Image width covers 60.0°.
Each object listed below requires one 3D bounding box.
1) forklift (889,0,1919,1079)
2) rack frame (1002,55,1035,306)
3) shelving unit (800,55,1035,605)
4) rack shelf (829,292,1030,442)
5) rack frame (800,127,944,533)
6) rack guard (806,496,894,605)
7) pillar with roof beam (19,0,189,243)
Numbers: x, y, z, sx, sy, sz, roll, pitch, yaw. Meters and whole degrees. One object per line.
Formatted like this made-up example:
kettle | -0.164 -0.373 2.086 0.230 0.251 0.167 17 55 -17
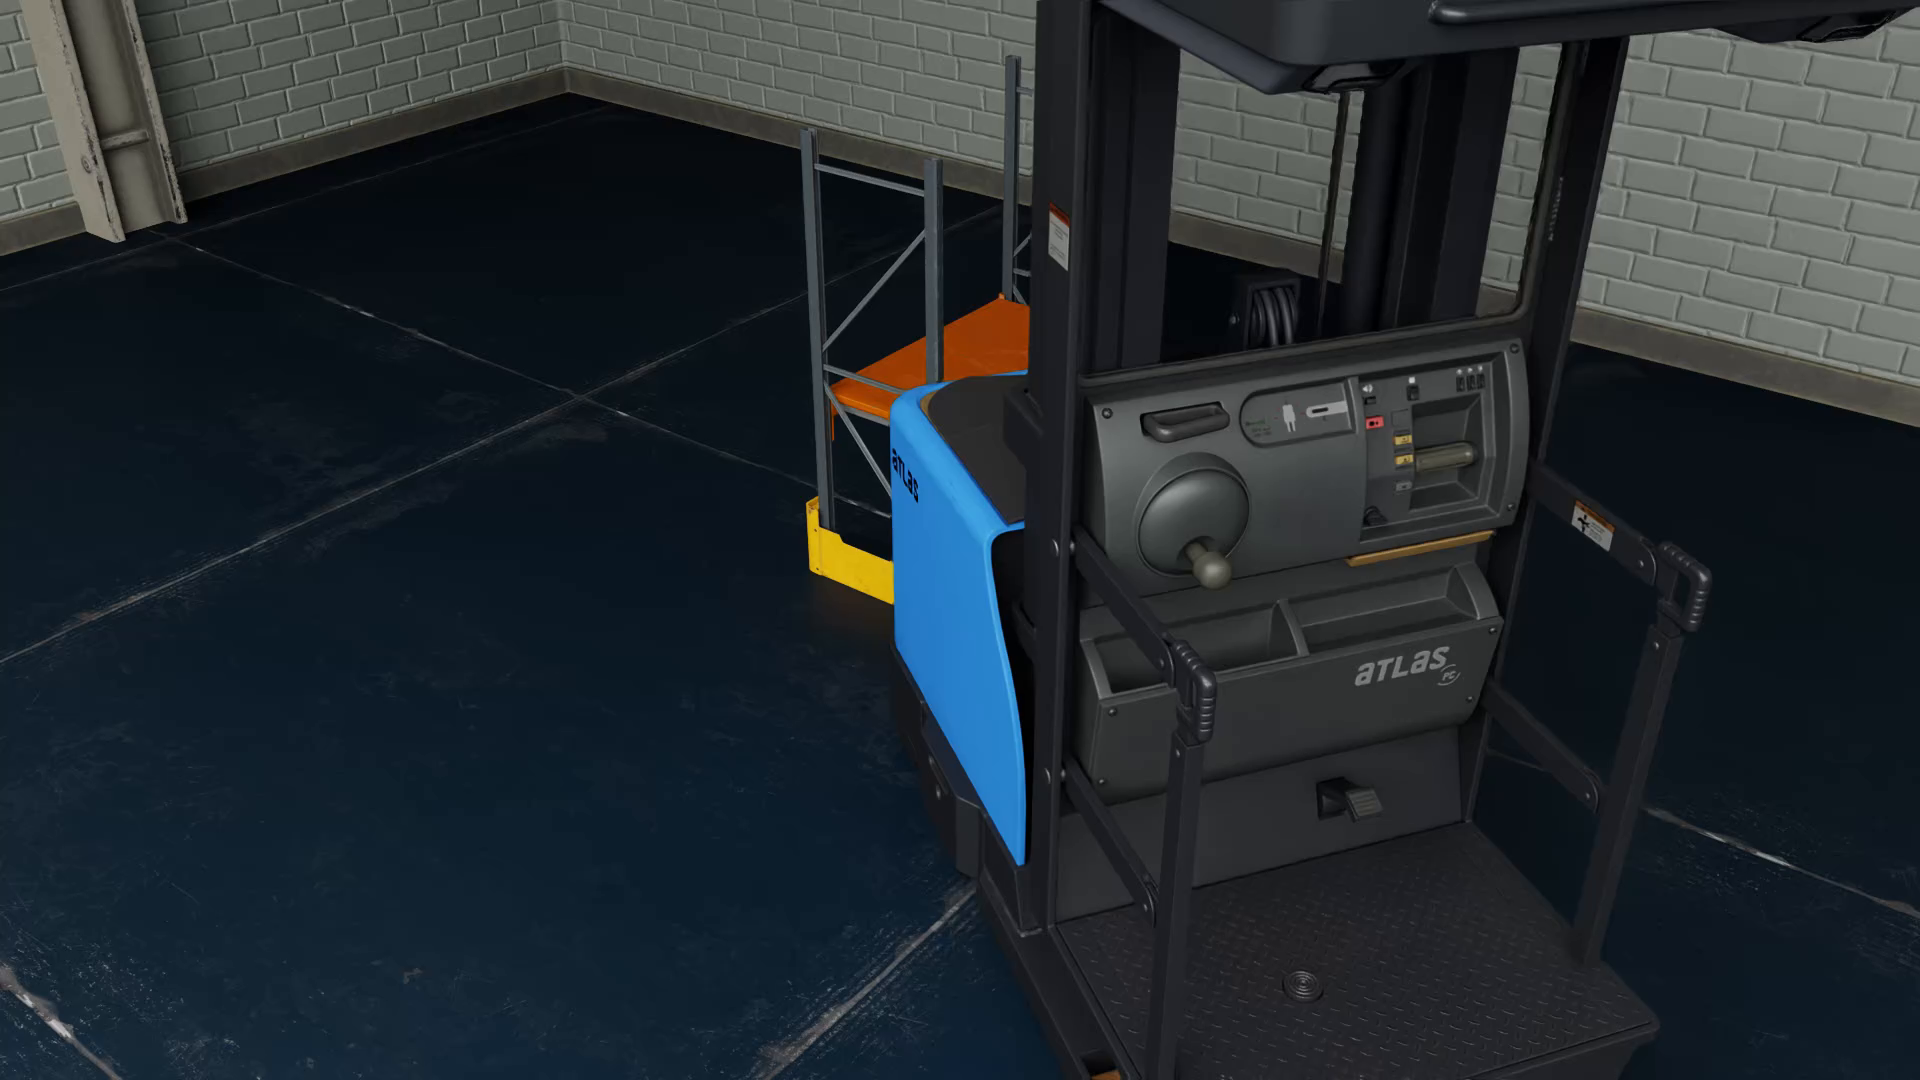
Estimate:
forklift | 0.767 -0.103 3.049 1.130 2.935 3.031 -10 32 -16
rack frame | 0.358 -0.887 5.775 0.500 1.500 0.032 21 37 31
shelving unit | 0.046 -0.676 5.420 0.587 1.500 1.083 21 37 31
rack shelf | 0.052 -0.525 5.518 0.538 0.185 1.000 21 37 31
rack frame | -0.255 -0.473 5.077 0.500 1.500 0.032 21 37 31
rack guard | -0.255 0.064 5.397 0.587 0.250 0.087 21 37 31
pillar with roof beam | -0.750 -4.145 3.917 9.100 9.000 0.400 21 37 31
